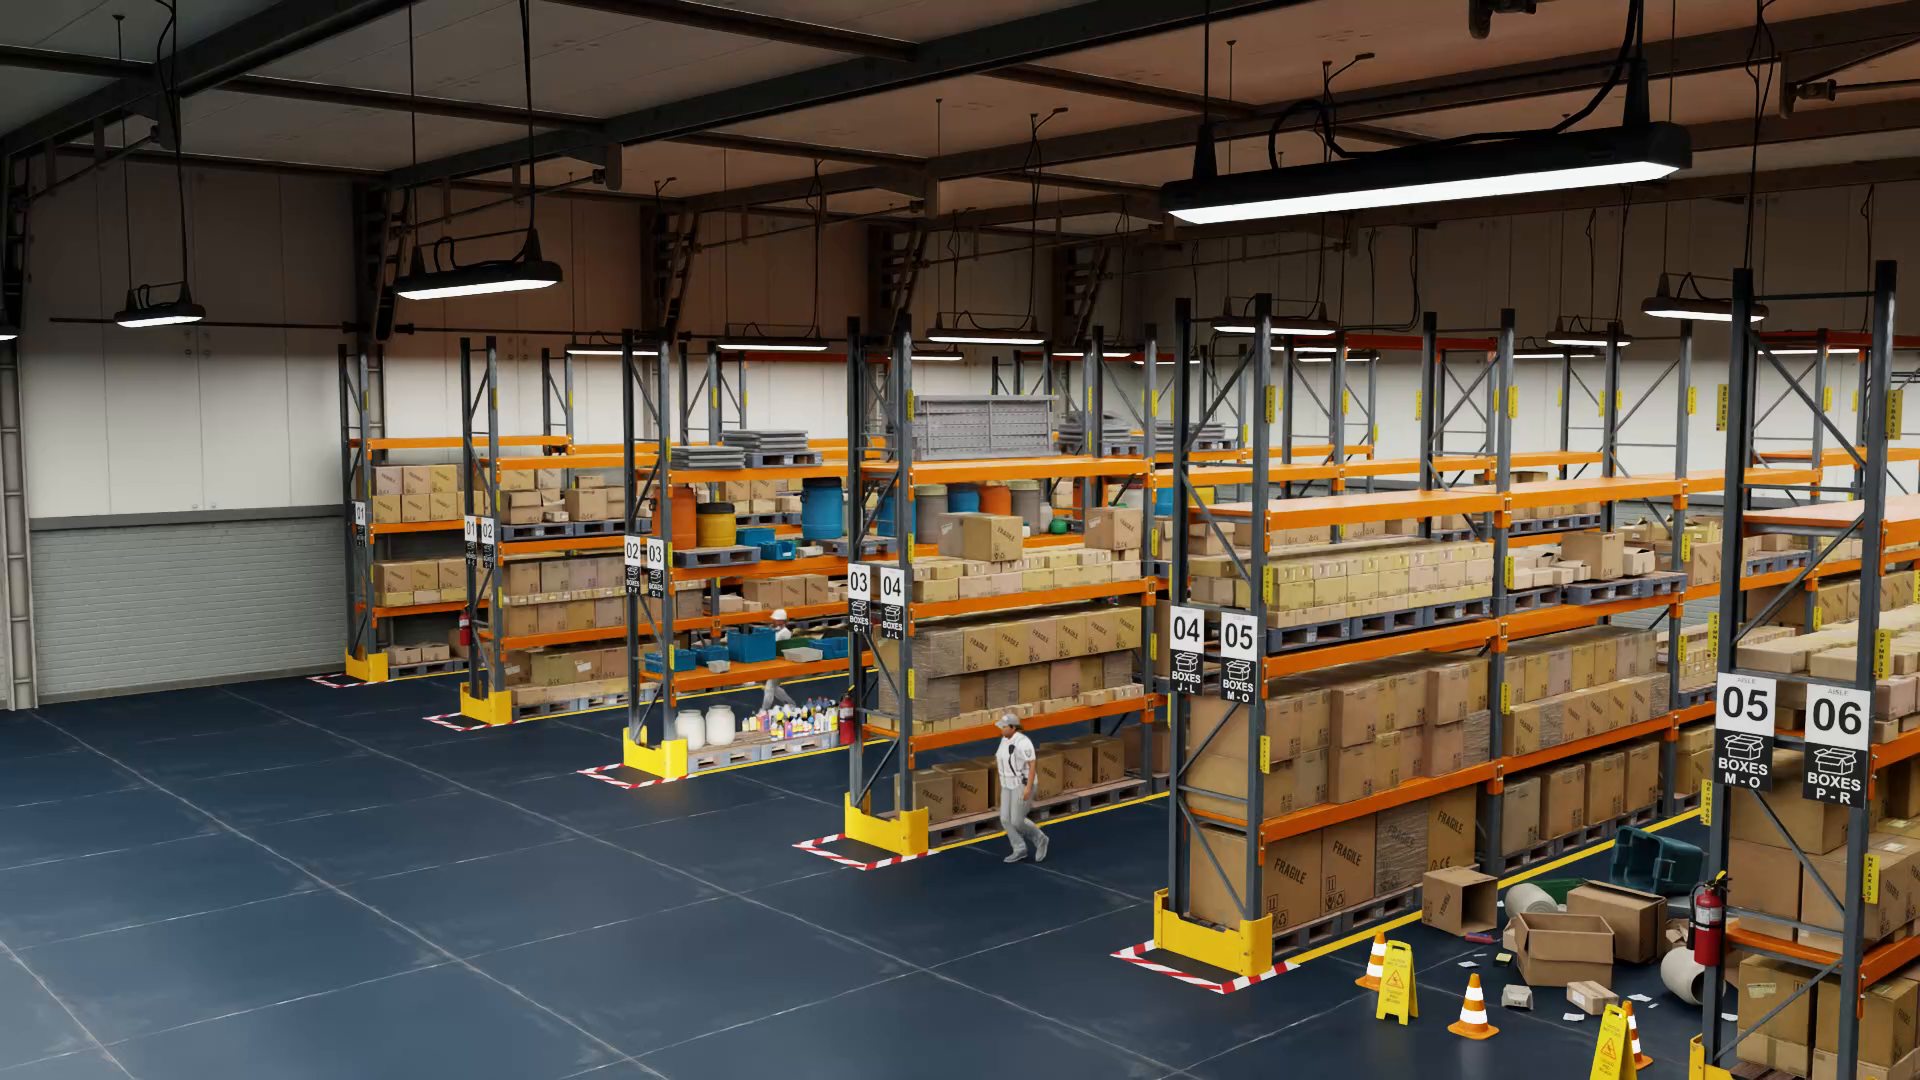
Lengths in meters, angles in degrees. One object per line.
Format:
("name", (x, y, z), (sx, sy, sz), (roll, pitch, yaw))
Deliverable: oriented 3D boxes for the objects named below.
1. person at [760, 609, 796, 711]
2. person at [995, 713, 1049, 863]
("person", (-2.911, 1.955, 26.215), (0.834, 1.750, 0.619), (-4, 7, -40))
("person", (0.663, 2.716, 18.311), (0.557, 1.645, 0.553), (-3, 6, -33))
